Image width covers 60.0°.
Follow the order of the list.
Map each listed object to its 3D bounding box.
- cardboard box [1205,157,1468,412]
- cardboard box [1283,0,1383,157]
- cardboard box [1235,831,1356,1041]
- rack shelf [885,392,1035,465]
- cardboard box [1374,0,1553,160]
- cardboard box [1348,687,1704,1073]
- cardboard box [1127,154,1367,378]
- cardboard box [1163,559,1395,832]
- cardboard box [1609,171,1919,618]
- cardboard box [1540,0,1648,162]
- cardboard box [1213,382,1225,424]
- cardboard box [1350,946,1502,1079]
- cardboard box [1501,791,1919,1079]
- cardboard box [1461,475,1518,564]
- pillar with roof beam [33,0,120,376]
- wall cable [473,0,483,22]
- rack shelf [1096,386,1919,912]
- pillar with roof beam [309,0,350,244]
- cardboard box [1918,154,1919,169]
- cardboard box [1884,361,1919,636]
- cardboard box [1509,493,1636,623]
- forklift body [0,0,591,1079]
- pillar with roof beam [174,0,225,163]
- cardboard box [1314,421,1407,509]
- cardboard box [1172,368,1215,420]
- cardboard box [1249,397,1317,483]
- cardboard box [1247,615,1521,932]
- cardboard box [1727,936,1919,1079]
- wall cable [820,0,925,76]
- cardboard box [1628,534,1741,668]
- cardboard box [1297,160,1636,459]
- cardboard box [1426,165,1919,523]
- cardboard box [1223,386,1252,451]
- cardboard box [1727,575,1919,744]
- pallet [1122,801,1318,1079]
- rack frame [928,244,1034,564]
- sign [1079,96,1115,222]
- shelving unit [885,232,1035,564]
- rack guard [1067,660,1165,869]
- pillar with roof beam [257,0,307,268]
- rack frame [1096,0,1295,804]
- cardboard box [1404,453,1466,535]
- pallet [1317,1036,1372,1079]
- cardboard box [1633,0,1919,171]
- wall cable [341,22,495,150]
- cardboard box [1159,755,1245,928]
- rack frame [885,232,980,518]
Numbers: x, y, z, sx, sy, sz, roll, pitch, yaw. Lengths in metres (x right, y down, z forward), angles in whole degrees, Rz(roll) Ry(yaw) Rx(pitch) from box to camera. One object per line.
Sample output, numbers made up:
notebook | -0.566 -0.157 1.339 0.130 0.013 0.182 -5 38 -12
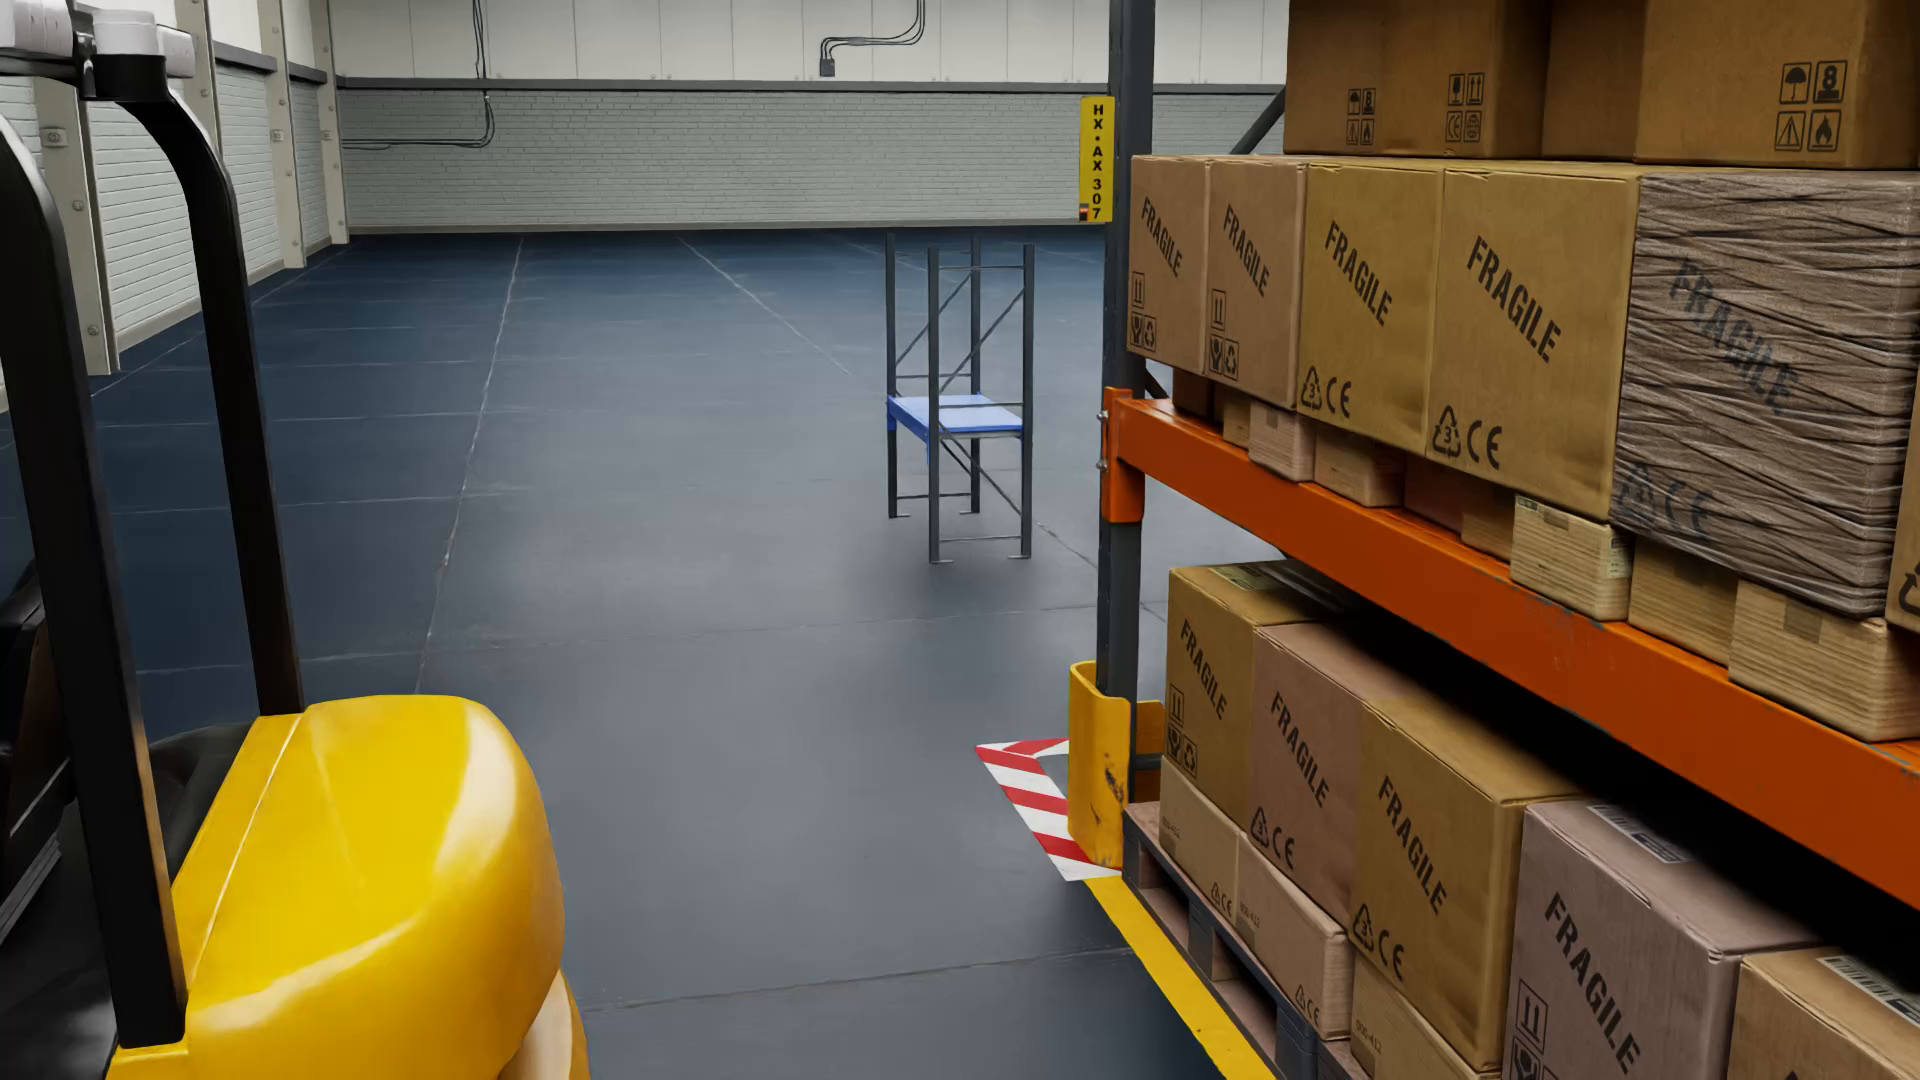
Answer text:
cardboard box | 0.861 -0.572 3.611 0.500 0.500 0.500 -3 14 -11
cardboard box | 1.227 -1.196 4.059 0.700 0.500 0.500 -4 14 -15
cardboard box | 0.928 0.828 3.625 0.500 0.250 0.500 -3 14 -11
rack shelf | -0.020 -0.574 8.372 0.538 0.185 1.000 -3 14 -13
cardboard box | 1.339 -1.079 3.579 0.700 0.500 0.500 -3 14 -13
cardboard box | 1.059 0.588 3.029 0.500 0.500 0.500 -3 14 -12
cardboard box | 0.737 -0.691 4.099 0.500 0.500 0.500 -4 14 -14
cardboard box | 0.822 0.351 3.997 0.500 0.500 0.500 -4 14 -15
cardboard box | 1.235 -0.220 2.169 0.500 0.500 0.500 -3 14 -12
cardboard box | 1.559 -0.967 3.121 0.700 0.500 0.500 -3 14 -14
cardboard box | 0.847 -0.354 4.084 0.380 0.149 0.250 -3 14 -12
cardboard box | 1.069 0.954 3.113 0.500 0.250 0.500 -2 14 -9
cardboard box | 1.193 0.711 2.526 0.500 0.500 0.500 -3 14 -10
cardboard box | 1.092 -0.049 2.836 0.380 0.149 0.250 -4 14 -15
pillar with roof beam | -3.275 -6.057 14.259 9.100 9.000 0.400 -3 14 -13
wall cable | -8.464 -11.819 33.744 3.097 2.526 0.112 -3 14 -13
rack shelf | 1.365 0.188 2.854 1.077 0.370 4.000 -3 14 -13
pillar with roof beam | -7.503 -10.210 31.256 9.100 9.000 0.400 -3 14 -13
cardboard box | 1.752 -0.729 2.147 0.700 0.500 0.500 -4 14 -14
cardboard box | 1.361 -0.100 1.680 0.500 0.500 0.500 -3 14 -11
cardboard box | 1.094 0.012 2.585 0.380 0.149 0.250 -3 14 -13
forklift body | -1.710 0.403 2.247 2.313 2.155 1.214 -3 14 -13
pillar with roof beam | -4.684 -7.441 19.925 9.100 9.000 0.400 -3 14 -13
cardboard box | 0.939 -0.169 3.328 0.380 0.149 0.250 -3 14 -12
cardboard box | 0.774 -0.411 4.319 0.380 0.149 0.250 -3 14 -13
cardboard box | 0.845 -0.227 3.565 0.380 0.149 0.250 -3 14 -12
cardboard box | 0.949 0.472 3.505 0.500 0.500 0.500 -4 14 -15
cardboard box | 1.314 0.828 2.045 0.500 0.500 0.500 -3 14 -12
wall cable | -1.862 -12.901 35.105 2.305 6.003 0.169 -3 14 -13
cardboard box | 1.190 0.070 2.351 0.380 0.149 0.250 -4 14 -14
cardboard box | 0.982 -0.455 3.130 0.500 0.500 0.500 -4 14 -14
cardboard box | 1.110 -0.338 2.652 0.500 0.500 0.500 -4 14 -14
cardboard box | 0.830 -0.288 3.815 0.380 0.149 0.250 -4 14 -15
cardboard box | 1.221 0.130 2.102 0.380 0.149 0.250 -3 14 -14
pallet | 1.069 0.938 4.141 1.003 0.211 1.213 -3 14 -13
rack frame | 0.099 -0.631 7.850 0.500 1.500 0.032 -3 14 -13
sign | 0.368 -1.013 4.430 0.100 0.325 0.005 -3 14 -13
shelving unit | -0.020 -0.748 8.330 0.538 1.500 1.048 -3 14 -13
rack guard | 0.913 0.609 4.882 1.175 0.500 0.348 -3 14 -13
pillar with roof beam | -6.093 -8.826 25.590 9.100 9.000 0.400 -3 14 -13
rack frame | 0.895 -0.623 4.657 1.000 3.000 0.127 -3 14 -13
cardboard box | 1.059 -0.111 3.092 0.380 0.149 0.250 -3 14 -11
pallet | 1.352 1.219 2.991 1.003 0.211 1.213 -3 14 -13
cardboard box | 1.541 -0.844 2.618 0.700 0.500 0.500 -3 14 -14
wall cable | -11.094 -9.215 33.726 3.097 2.526 0.112 -3 14 -13
cardboard box | 0.816 0.710 4.109 0.500 0.250 0.500 -3 14 -14
rack frame | -0.139 -0.866 8.810 0.500 1.500 0.032 -3 14 -13
